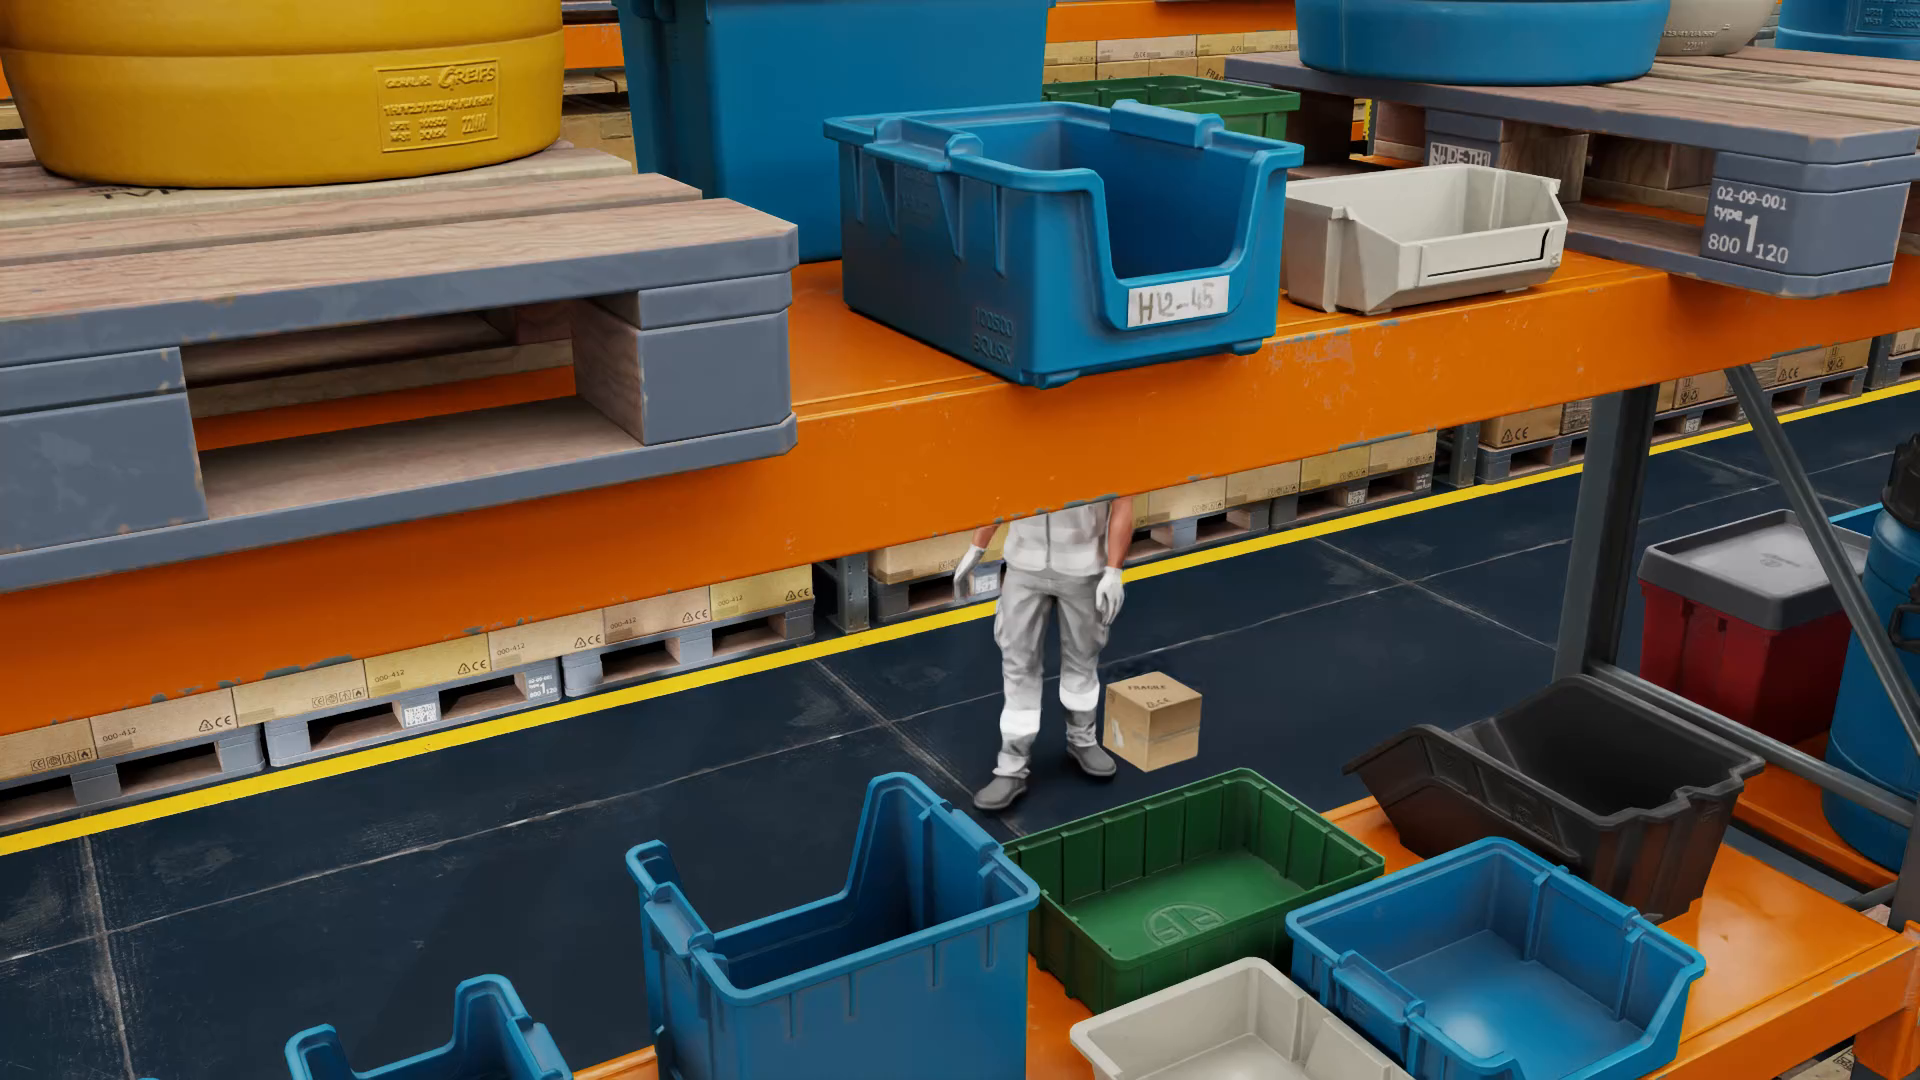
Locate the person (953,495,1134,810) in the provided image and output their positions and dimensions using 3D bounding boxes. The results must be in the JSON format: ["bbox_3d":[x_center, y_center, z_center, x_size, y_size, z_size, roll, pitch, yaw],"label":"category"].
[{"bbox_3d":[0.302,0.128,6.216,0.673,1.792,0.635,6,22,14],"label":"person"}]
